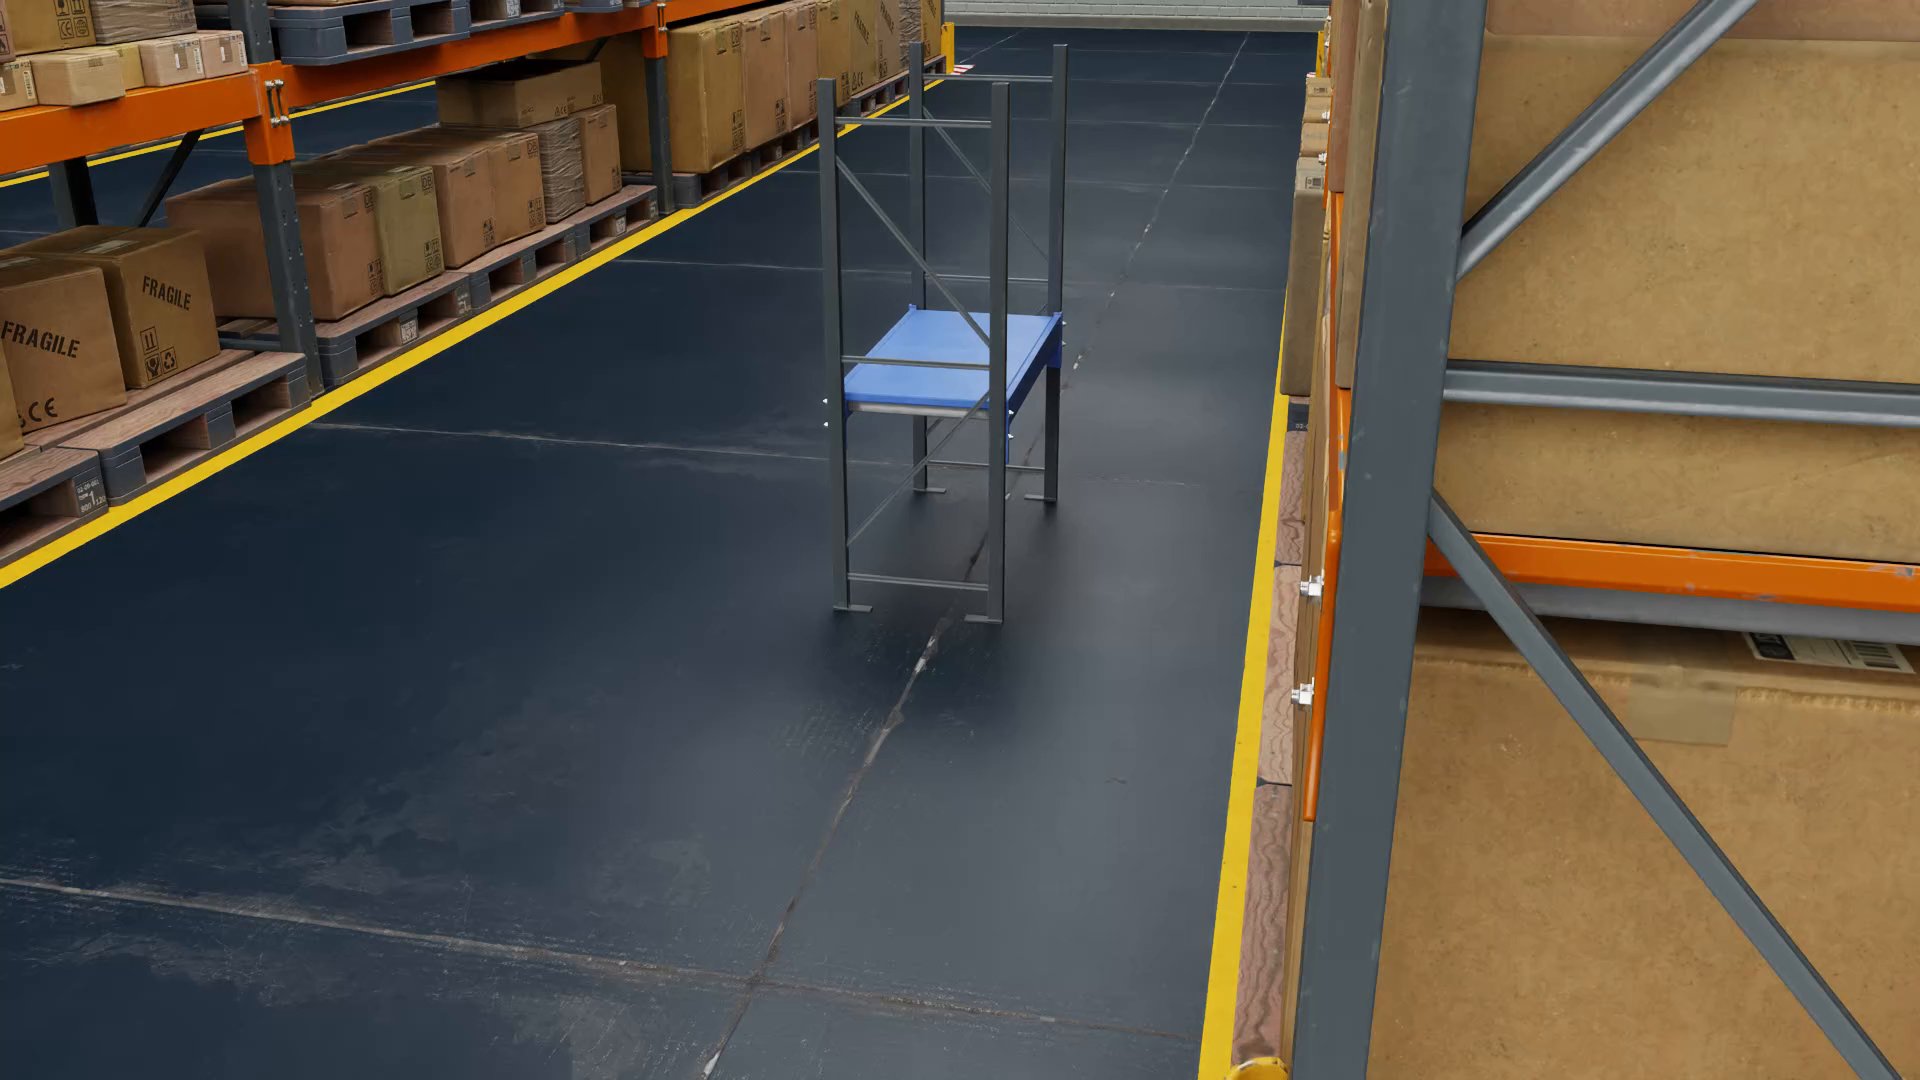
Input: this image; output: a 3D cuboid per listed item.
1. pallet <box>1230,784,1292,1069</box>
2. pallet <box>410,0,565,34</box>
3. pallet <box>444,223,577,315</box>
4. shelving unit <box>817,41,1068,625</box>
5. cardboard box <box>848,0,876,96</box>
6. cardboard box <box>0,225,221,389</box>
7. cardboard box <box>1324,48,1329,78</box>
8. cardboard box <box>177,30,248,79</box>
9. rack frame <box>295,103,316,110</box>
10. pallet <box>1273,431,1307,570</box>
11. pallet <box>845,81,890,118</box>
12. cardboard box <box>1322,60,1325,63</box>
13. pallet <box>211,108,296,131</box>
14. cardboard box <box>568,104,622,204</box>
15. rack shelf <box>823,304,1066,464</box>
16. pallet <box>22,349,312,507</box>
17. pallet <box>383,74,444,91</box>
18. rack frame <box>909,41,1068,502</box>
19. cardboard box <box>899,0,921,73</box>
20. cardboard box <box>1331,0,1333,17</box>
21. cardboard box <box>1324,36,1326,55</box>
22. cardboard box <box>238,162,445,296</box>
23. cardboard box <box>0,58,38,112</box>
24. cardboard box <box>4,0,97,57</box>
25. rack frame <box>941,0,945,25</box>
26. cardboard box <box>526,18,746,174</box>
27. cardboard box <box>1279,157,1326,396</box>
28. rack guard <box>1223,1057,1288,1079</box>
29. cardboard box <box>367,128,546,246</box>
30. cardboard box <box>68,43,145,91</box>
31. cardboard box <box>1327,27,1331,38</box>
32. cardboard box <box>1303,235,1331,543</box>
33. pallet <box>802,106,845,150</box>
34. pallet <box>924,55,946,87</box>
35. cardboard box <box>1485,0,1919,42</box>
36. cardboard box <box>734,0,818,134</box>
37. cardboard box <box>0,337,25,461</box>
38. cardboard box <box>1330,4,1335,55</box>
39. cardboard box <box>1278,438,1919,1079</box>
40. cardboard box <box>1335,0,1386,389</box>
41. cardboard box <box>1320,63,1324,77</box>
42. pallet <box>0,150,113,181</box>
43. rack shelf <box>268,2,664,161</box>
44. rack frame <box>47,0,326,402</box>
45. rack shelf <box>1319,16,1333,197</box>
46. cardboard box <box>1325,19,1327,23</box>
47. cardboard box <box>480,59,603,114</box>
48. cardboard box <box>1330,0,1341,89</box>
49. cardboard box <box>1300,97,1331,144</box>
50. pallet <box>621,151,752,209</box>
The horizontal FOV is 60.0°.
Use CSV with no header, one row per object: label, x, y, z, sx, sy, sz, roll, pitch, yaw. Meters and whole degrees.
pallet,0.993,0.866,2.920,1.003,0.211,1.213,4,22,11
pallet,-2.660,-2.654,8.184,1.003,0.211,1.213,4,22,11
pallet,-2.708,-1.446,8.660,1.003,0.211,1.213,4,22,11
shelving unit,-0.017,-0.664,4.996,0.538,1.500,1.048,4,22,11
cardboard box,-1.267,-4.377,14.488,0.875,0.875,0.875,4,22,11
cardboard box,-3.233,-0.899,6.354,0.500,0.500,0.500,4,22,9
cardboard box,2.514,-2.893,10.302,0.500,0.250,0.500,5,22,12
cardboard box,-2.869,-1.789,6.117,0.380,0.149,0.250,4,22,11
rack frame,-6.329,-5.310,14.523,1.000,3.000,0.127,4,22,11
pallet,1.491,-0.026,5.136,1.003,0.211,1.213,4,22,11
pallet,-1.248,-3.911,14.782,1.003,0.211,1.213,4,22,11
cardboard box,3.574,-4.407,15.535,0.380,0.149,0.250,5,22,12
pallet,-6.527,-3.738,14.351,1.003,0.211,1.213,4,22,11
cardboard box,-2.414,-2.268,9.726,0.700,0.500,0.500,3,22,8
rack shelf,-0.017,-0.498,5.063,0.538,0.185,1.000,4,22,11
pallet,-3.215,-0.465,6.225,1.003,0.211,1.213,4,22,11
pallet,-5.970,-4.736,16.830,1.003,0.211,1.213,4,22,11
rack frame,0.086,-0.850,5.458,0.500,1.500,0.032,4,22,11
cardboard box,-0.902,-5.032,16.114,0.875,0.875,0.875,4,22,11
cardboard box,2.082,-2.771,8.085,0.500,0.500,0.500,4,22,10
cardboard box,3.367,-4.298,14.469,0.380,0.149,0.250,4,22,9
cardboard box,-2.850,-1.447,7.689,0.700,0.500,0.500,4,22,11
cardboard box,-3.161,-1.430,5.226,0.380,0.149,0.250,4,22,11
cardboard box,-3.401,-1.851,5.402,0.875,0.500,0.500,4,22,11
rack frame,-0.664,-6.395,17.218,1.000,3.000,0.127,4,22,11
cardboard box,-2.135,-2.930,10.895,1.225,0.875,0.875,3,22,8
cardboard box,1.761,-0.977,6.213,1.050,0.750,0.750,4,22,11
rack guard,0.901,1.040,2.103,1.175,0.500,0.348,4,22,11
cardboard box,-2.623,-1.856,8.704,0.700,0.500,0.500,6,23,15
cardboard box,-3.039,-1.612,5.676,0.380,0.149,0.250,4,22,11
cardboard box,2.839,-3.456,11.698,0.500,0.250,0.500,5,22,12
cardboard box,1.345,-0.246,4.232,0.875,0.875,0.875,5,22,11
pallet,-1.564,-3.351,13.392,1.003,0.211,1.213,4,22,11
pallet,-0.751,-4.803,16.998,1.003,0.211,1.213,4,22,11
cardboard box,1.020,-0.832,1.758,0.875,0.550,0.550,4,22,11
cardboard box,-1.773,-3.579,12.508,1.225,0.875,0.875,4,22,9
cardboard box,-3.393,-0.456,5.254,0.500,0.500,0.500,2,22,6
cardboard box,1.773,-2.219,6.714,0.500,0.500,0.500,5,22,11
cardboard box,0.980,0.409,2.605,0.875,0.875,0.875,5,22,11
cardboard box,1.028,-0.540,2.479,0.875,0.550,0.550,4,22,11
cardboard box,3.188,-3.866,13.795,0.380,0.149,0.250,4,22,9
pallet,-7.025,-2.845,12.136,1.003,0.211,1.213,4,22,11
rack shelf,-2.704,-2.404,8.272,1.077,0.370,4.000,4,22,11
rack frame,-3.113,-2.007,6.321,1.000,3.000,0.127,4,22,11
rack shelf,2.131,-1.989,7.241,1.077,0.370,4.000,4,22,11
cardboard box,3.732,-4.963,16.119,0.380,0.149,0.250,3,22,8
cardboard box,-2.404,-2.615,9.584,0.500,0.250,0.500,5,23,13
cardboard box,1.567,-1.849,5.796,0.500,0.500,0.500,4,22,11
cardboard box,2.151,-1.670,7.934,1.050,0.750,0.750,5,22,12
pallet,-2.062,-2.459,11.176,1.003,0.211,1.213,4,22,11
